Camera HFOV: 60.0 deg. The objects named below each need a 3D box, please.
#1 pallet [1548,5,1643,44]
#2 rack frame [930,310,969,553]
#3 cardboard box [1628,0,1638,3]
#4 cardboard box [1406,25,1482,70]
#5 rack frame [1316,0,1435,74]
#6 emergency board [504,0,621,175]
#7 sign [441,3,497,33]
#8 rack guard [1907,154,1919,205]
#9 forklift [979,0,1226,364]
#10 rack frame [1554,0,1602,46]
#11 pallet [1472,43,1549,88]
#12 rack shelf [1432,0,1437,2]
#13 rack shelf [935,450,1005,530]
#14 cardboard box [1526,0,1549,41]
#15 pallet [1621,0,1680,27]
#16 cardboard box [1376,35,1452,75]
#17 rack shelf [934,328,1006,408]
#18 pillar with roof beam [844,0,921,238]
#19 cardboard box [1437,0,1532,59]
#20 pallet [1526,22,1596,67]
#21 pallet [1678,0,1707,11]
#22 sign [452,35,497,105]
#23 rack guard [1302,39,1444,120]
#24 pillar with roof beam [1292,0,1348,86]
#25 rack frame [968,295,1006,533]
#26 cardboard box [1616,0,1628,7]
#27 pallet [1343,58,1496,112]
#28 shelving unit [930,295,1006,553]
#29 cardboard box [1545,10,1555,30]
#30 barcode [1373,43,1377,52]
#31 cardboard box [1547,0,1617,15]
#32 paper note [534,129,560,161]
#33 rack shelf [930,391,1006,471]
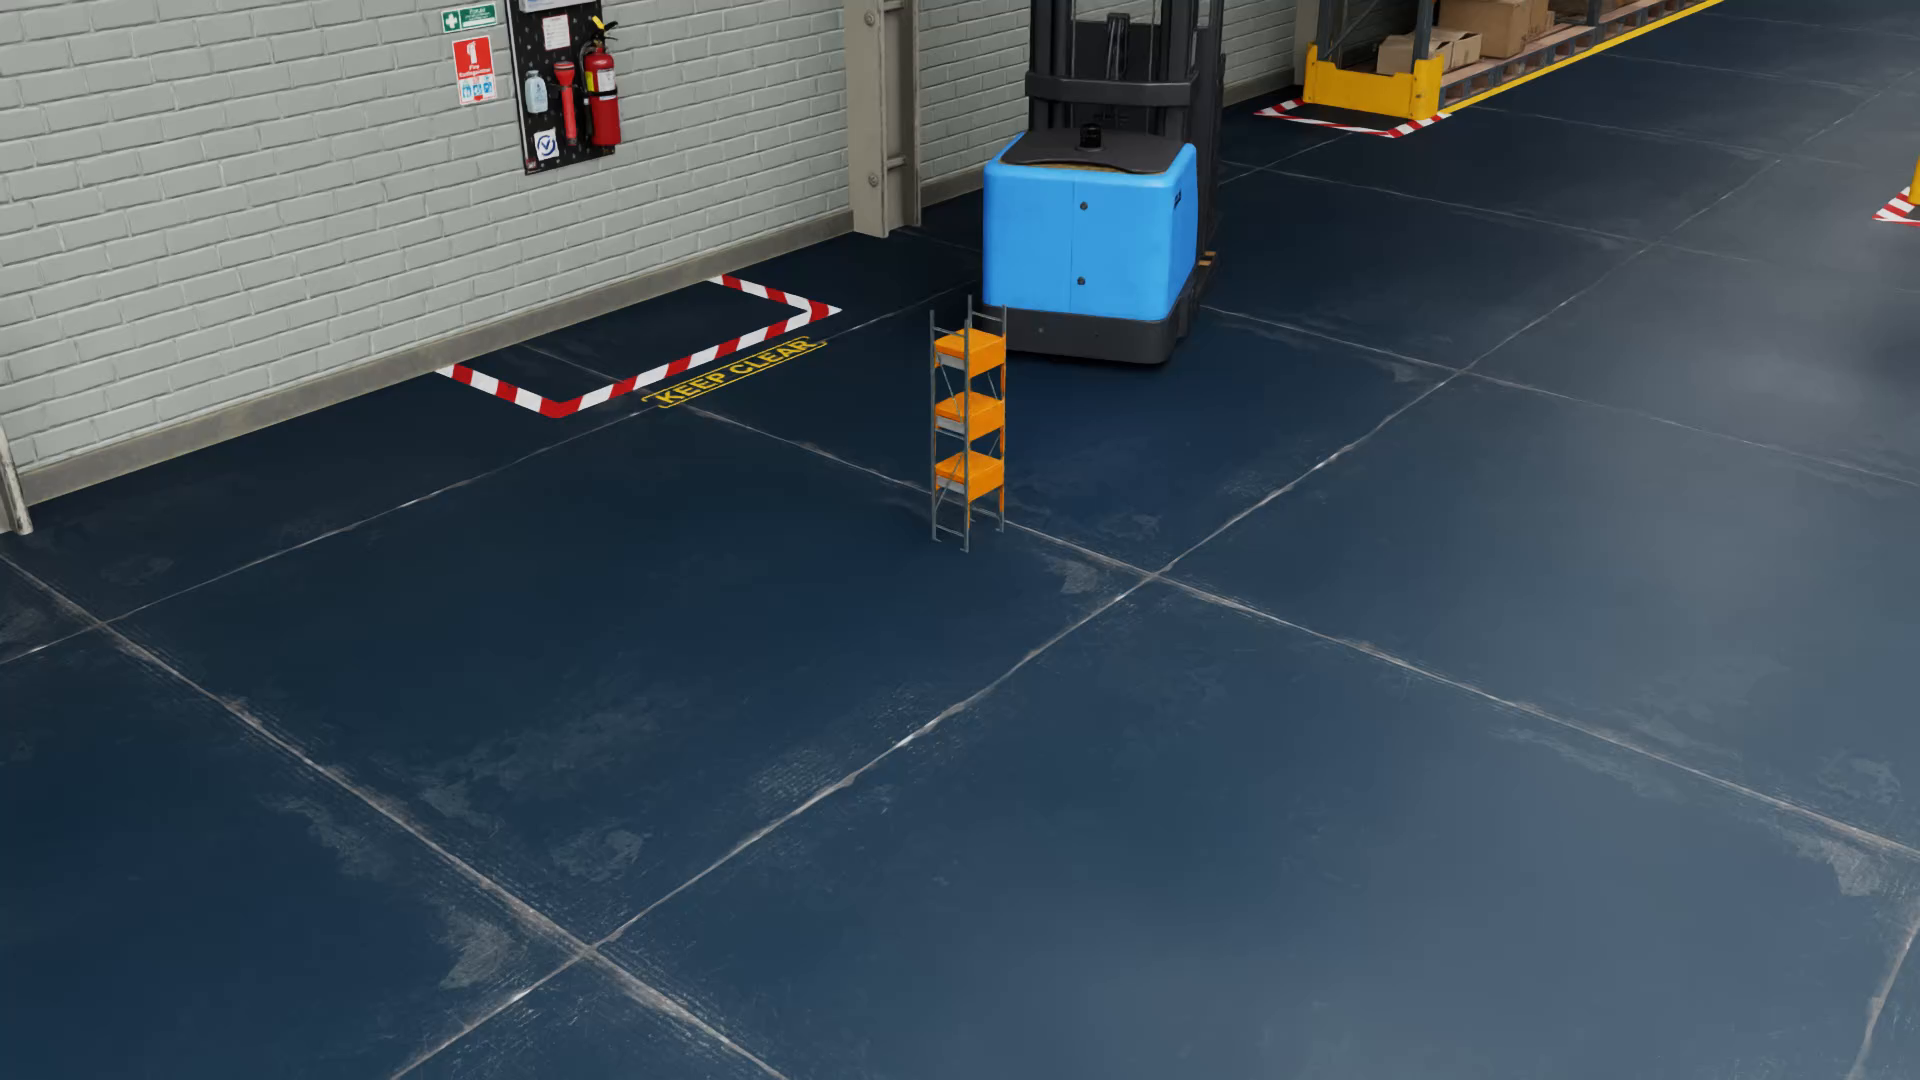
[{"bbox_3d":[6.571,-5.556,17.760,1.003,0.211,1.213,21,34,34],"label":"pallet"},{"bbox_3d":[-0.044,-0.442,6.962,0.200,1.050,0.008,21,34,34],"label":"rack frame"},{"bbox_3d":[7.178,-6.236,18.281,0.700,0.500,0.500,21,34,35],"label":"cardboard box"},{"bbox_3d":[4.405,-4.522,15.174,0.500,0.311,0.500,24,36,38],"label":"cardboard box"},{"bbox_3d":[3.533,-5.100,13.843,1.000,3.000,0.127,21,34,34],"label":"rack frame"},{"bbox_3d":[-2.107,-2.608,9.027,0.194,1.169,0.643,21,34,34],"label":"emergency board"},{"bbox_3d":[-2.528,-2.693,8.575,0.001,0.109,0.331,21,34,34],"label":"sign"},{"bbox_3d":[7.343,-2.534,11.605,1.175,0.500,0.348,21,34,34],"label":"rack guard"},{"bbox_3d":[1.005,-2.905,9.675,1.130,2.935,3.031,8,28,14],"label":"forklift"},{"bbox_3d":[6.077,-6.518,16.584,1.000,3.000,0.127,21,34,34],"label":"rack frame"},{"bbox_3d":[4.902,-4.596,15.905,1.003,0.211,1.213,21,34,34],"label":"pallet"},{"bbox_3d":[4.805,-5.489,15.379,1.077,0.370,4.000,21,34,34],"label":"rack shelf"},{"bbox_3d":[0.034,-0.229,7.178,0.215,0.259,0.240,21,34,34],"label":"rack shelf"},{"bbox_3d":[5.448,-5.223,16.324,0.500,0.500,0.500,18,32,31],"label":"cardboard box"},{"bbox_3d":[7.347,-5.990,18.599,1.003,0.211,1.213,21,34,34],"label":"pallet"},{"bbox_3d":[4.043,-4.320,14.783,0.500,0.311,0.500,17,32,29],"label":"cardboard box"},{"bbox_3d":[0.034,-0.728,6.920,0.215,0.259,0.240,21,34,34],"label":"rack shelf"},{"bbox_3d":[2.816,-4.880,6.889,9.100,9.000,0.400,21,34,34],"label":"pillar with roof beam"},{"bbox_3d":[4.910,-4.851,15.605,0.700,0.500,0.500,18,33,31],"label":"cardboard box"},{"bbox_3d":[5.677,-5.031,16.745,1.003,0.211,1.213,21,34,34],"label":"pallet"},{"bbox_3d":[8.123,-6.421,19.432,1.003,0.211,1.213,21,34,34],"label":"pallet"},{"bbox_3d":[-2.538,-2.458,8.698,0.001,0.329,0.234,21,34,34],"label":"sign"},{"bbox_3d":[3.581,-4.016,14.469,1.175,0.500,0.348,21,34,34],"label":"rack guard"},{"bbox_3d":[6.633,-7.007,11.001,9.100,9.000,0.400,21,34,34],"label":"pillar with roof beam"},{"bbox_3d":[0.112,-0.529,7.129,0.200,1.050,0.008,21,34,34],"label":"rack frame"},{"bbox_3d":[6.823,-6.067,17.954,0.700,0.500,0.500,20,33,33],"label":"cardboard box"},{"bbox_3d":[4.125,-4.166,15.073,1.003,0.211,1.213,21,34,34],"label":"pallet"},{"bbox_3d":[0.034,-0.485,7.045,0.215,1.050,0.252,21,34,34],"label":"shelving unit"},{"bbox_3d":[5.760,-5.256,16.751,0.380,0.166,0.250,16,31,28],"label":"cardboard box"},{"bbox_3d":[3.746,-4.447,15.019,0.001,0.075,0.075,21,34,34],"label":"barcode"},{"bbox_3d":[6.533,-5.869,17.572,0.700,0.500,0.500,22,35,36],"label":"cardboard box"},{"bbox_3d":[-2.273,-2.174,9.147,0.016,0.148,0.142,21,34,34],"label":"paper note"},{"bbox_3d":[0.034,-0.476,7.050,0.215,0.259,0.240,21,34,34],"label":"rack shelf"}]
